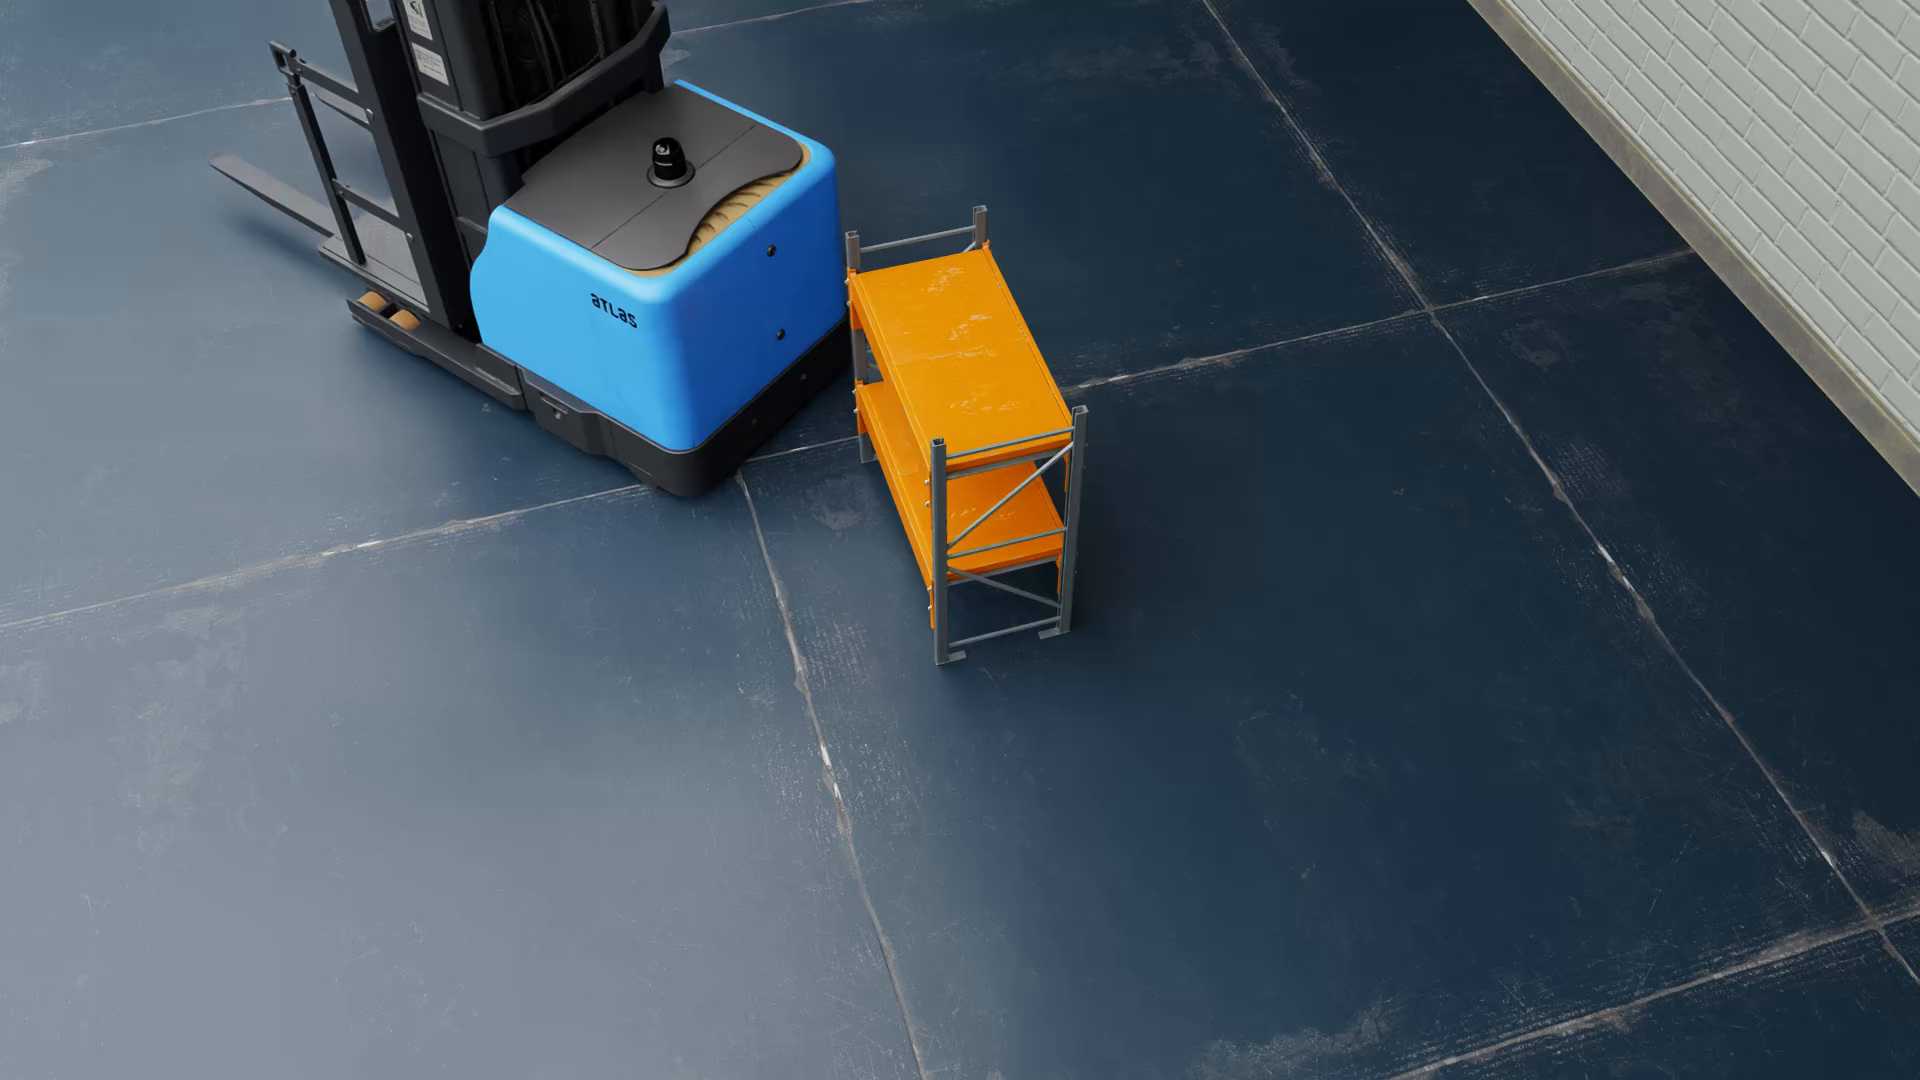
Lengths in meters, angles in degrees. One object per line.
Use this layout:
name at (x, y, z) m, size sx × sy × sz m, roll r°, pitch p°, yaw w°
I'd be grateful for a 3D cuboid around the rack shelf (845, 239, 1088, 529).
rack shelf at (0.002, -0.546, 5.592) m, size 0.538 × 0.278 × 1.000 m, roll -13°, pitch 51°, yaw -11°

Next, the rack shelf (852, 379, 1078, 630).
rack shelf at (0.002, -0.200, 6.003) m, size 0.538 × 0.278 × 1.000 m, roll -13°, pitch 51°, yaw -11°

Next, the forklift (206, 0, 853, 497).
forklift at (-1.930, -2.032, 6.046) m, size 3.031 × 2.935 × 1.130 m, roll 29°, pitch 56°, yaw 22°

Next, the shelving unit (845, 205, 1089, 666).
shelving unit at (0.002, -0.358, 5.816) m, size 0.538 × 1.125 × 1.048 m, roll -13°, pitch 51°, yaw -11°

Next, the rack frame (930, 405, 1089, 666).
rack frame at (0.152, 0.014, 5.503) m, size 0.500 × 1.125 × 0.032 m, roll -13°, pitch 51°, yaw -11°

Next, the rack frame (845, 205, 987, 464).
rack frame at (-0.148, -0.729, 6.129) m, size 0.500 × 1.125 × 0.032 m, roll -13°, pitch 51°, yaw -11°
